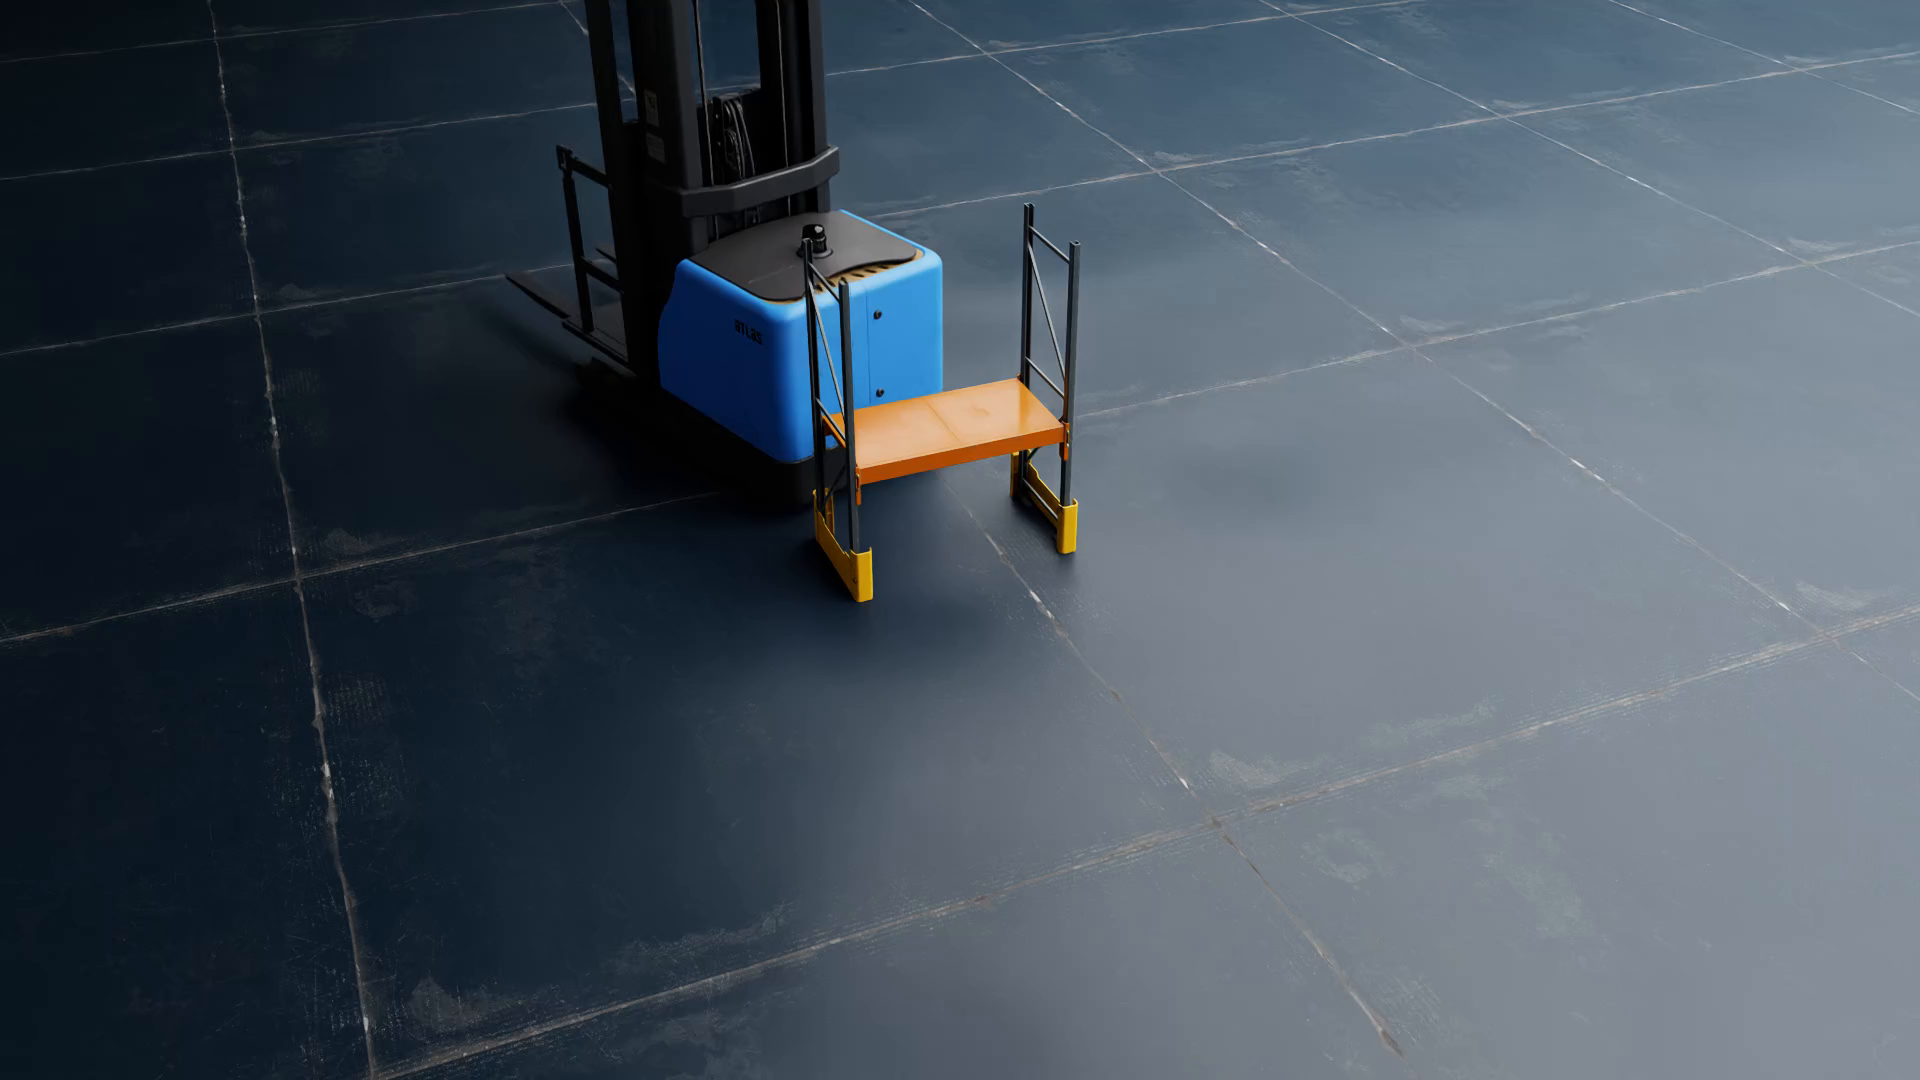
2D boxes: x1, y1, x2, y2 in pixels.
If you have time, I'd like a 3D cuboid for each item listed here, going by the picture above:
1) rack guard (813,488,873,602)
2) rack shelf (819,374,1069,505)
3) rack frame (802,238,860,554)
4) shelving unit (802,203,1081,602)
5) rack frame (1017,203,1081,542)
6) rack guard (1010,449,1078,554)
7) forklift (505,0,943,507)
[{"bbox_3d":[-0.529,0.016,7.496,0.087,0.250,0.587,-13,35,-19],"label":"rack guard"},{"bbox_3d":[-0.079,-0.460,7.411,1.000,0.185,0.538,-13,35,-19],"label":"rack shelf"},{"bbox_3d":[-0.547,-0.503,7.148,0.032,1.500,0.500,-13,35,-19],"label":"rack frame"},{"bbox_3d":[-0.070,-0.613,7.316,1.083,1.500,0.587,-13,35,-19],"label":"shelving unit"},{"bbox_3d":[0.390,-0.718,7.478,0.032,1.500,0.500,-13,35,-19],"label":"rack frame"},{"bbox_3d":[0.389,-0.194,7.819,0.087,0.250,0.587,-13,35,-19],"label":"rack guard"},{"bbox_3d":[-1.419,-2.107,8.301,1.130,2.935,3.031,-26,41,-34],"label":"forklift"}]
